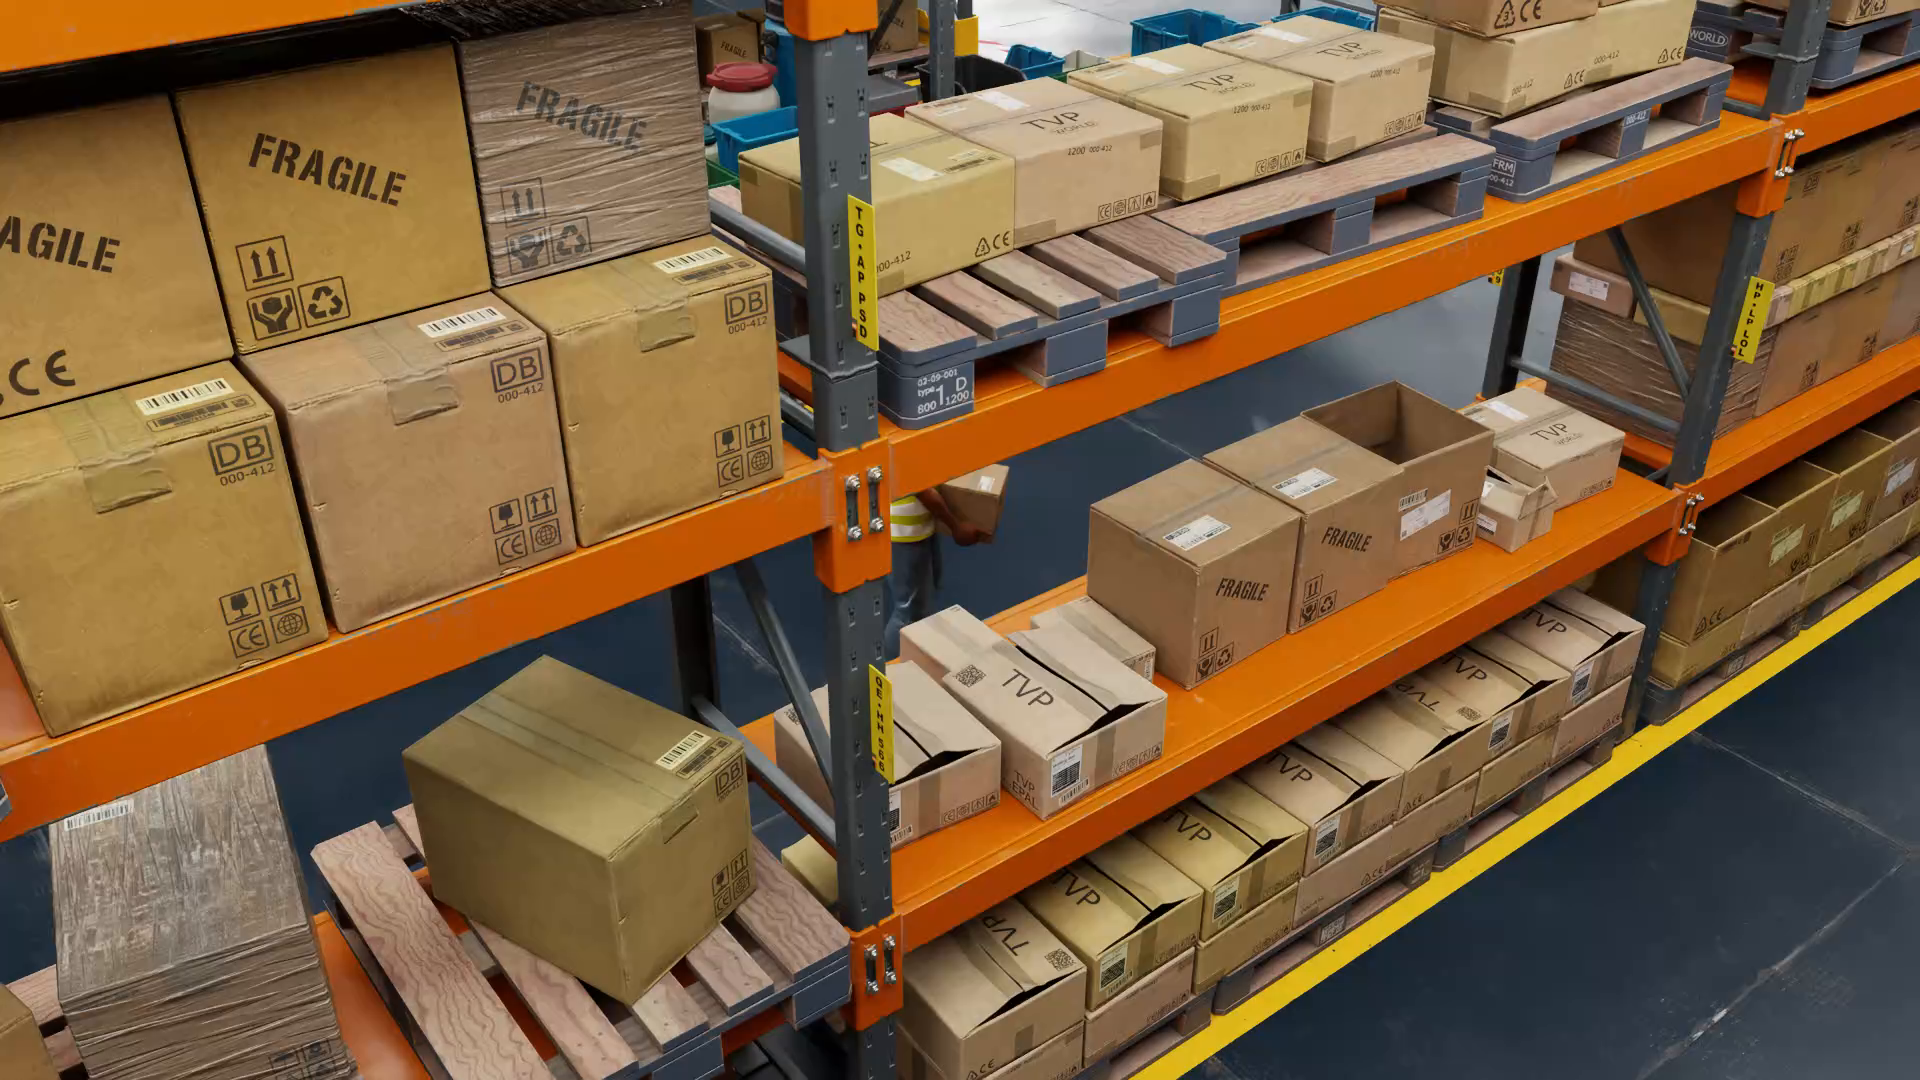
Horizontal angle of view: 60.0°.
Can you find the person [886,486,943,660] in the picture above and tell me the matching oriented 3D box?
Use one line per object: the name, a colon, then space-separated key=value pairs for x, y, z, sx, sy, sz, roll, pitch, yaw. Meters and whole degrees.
person: x=-0.168 y=-0.076 z=7.218 sx=0.577 sy=1.765 sz=0.665 roll=5 pitch=32 yaw=9
